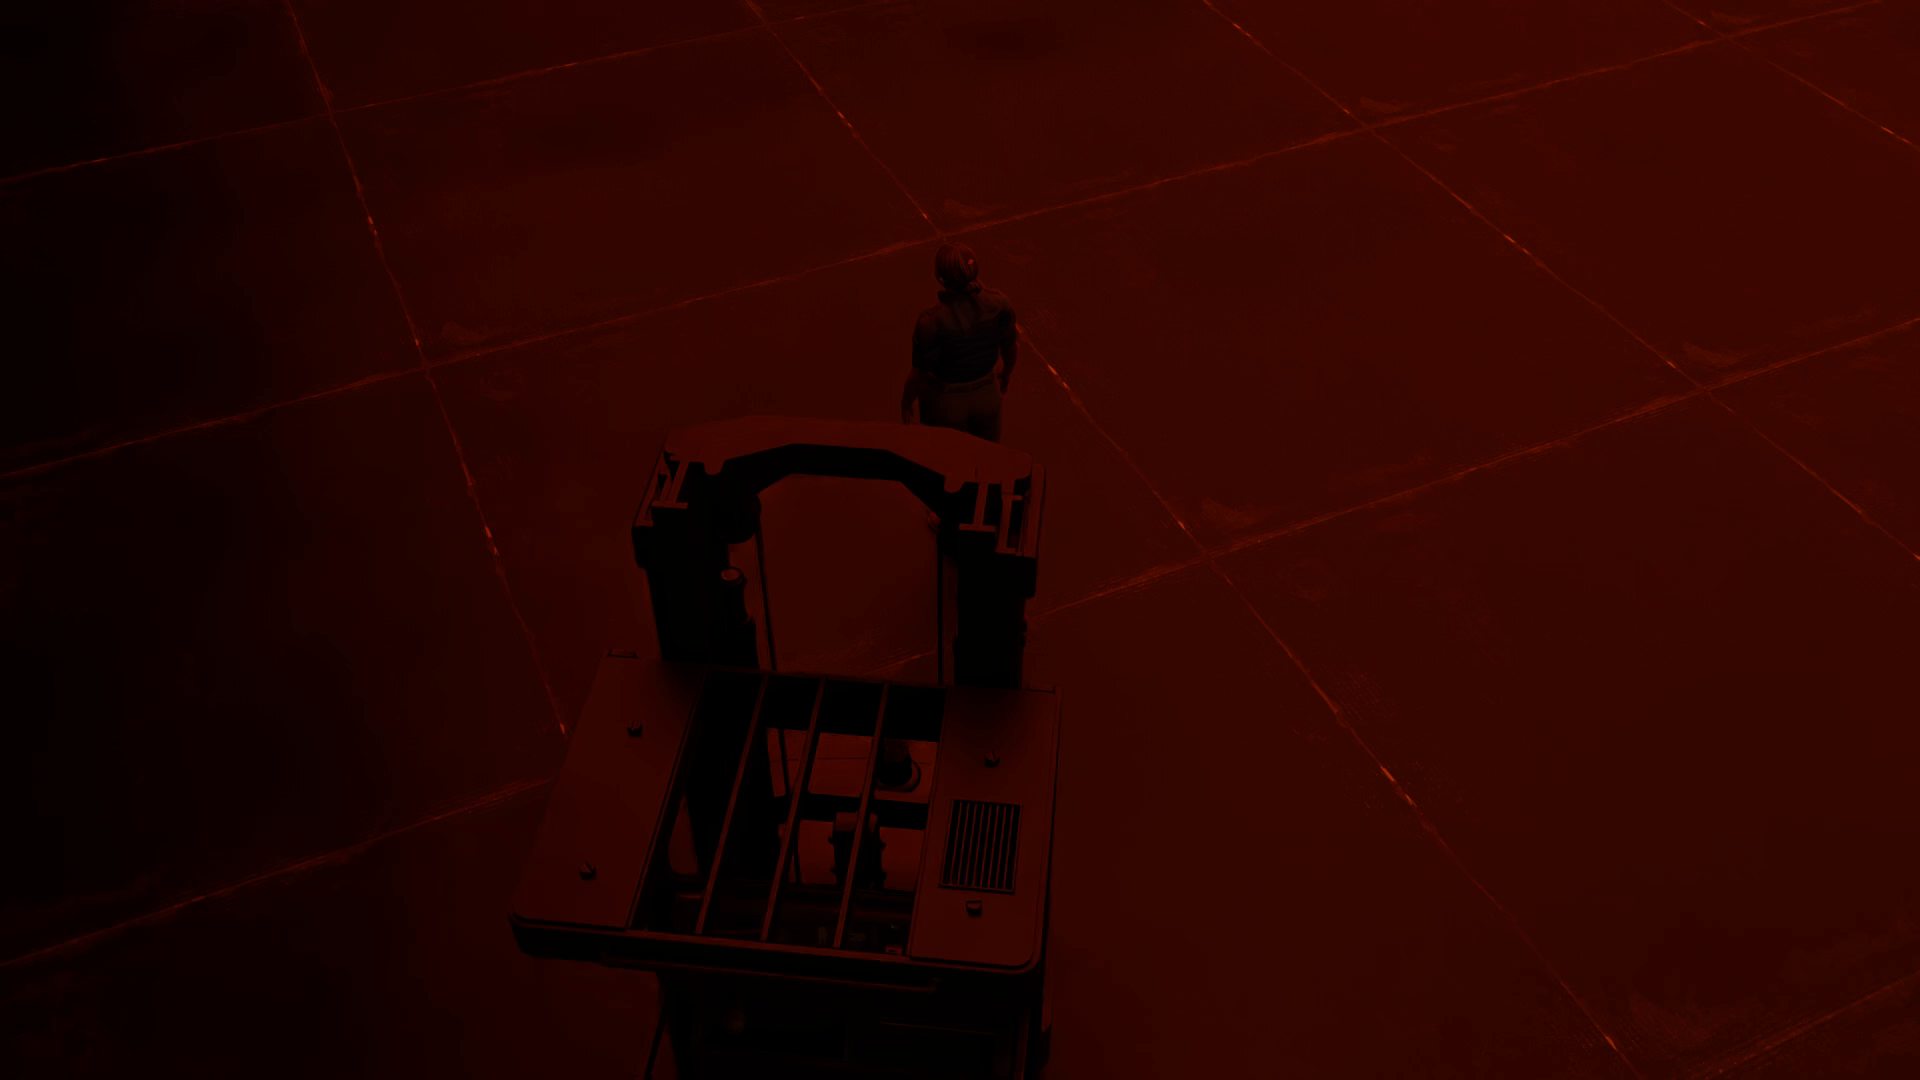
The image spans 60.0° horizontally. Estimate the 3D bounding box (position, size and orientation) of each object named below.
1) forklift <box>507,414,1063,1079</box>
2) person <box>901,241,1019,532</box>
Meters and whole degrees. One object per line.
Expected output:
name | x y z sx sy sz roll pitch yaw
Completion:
forklift | -0.335 1.253 4.338 1.130 2.935 3.031 4 43 5
person | -0.019 -0.670 7.323 0.569 1.656 0.503 -18 46 -18
